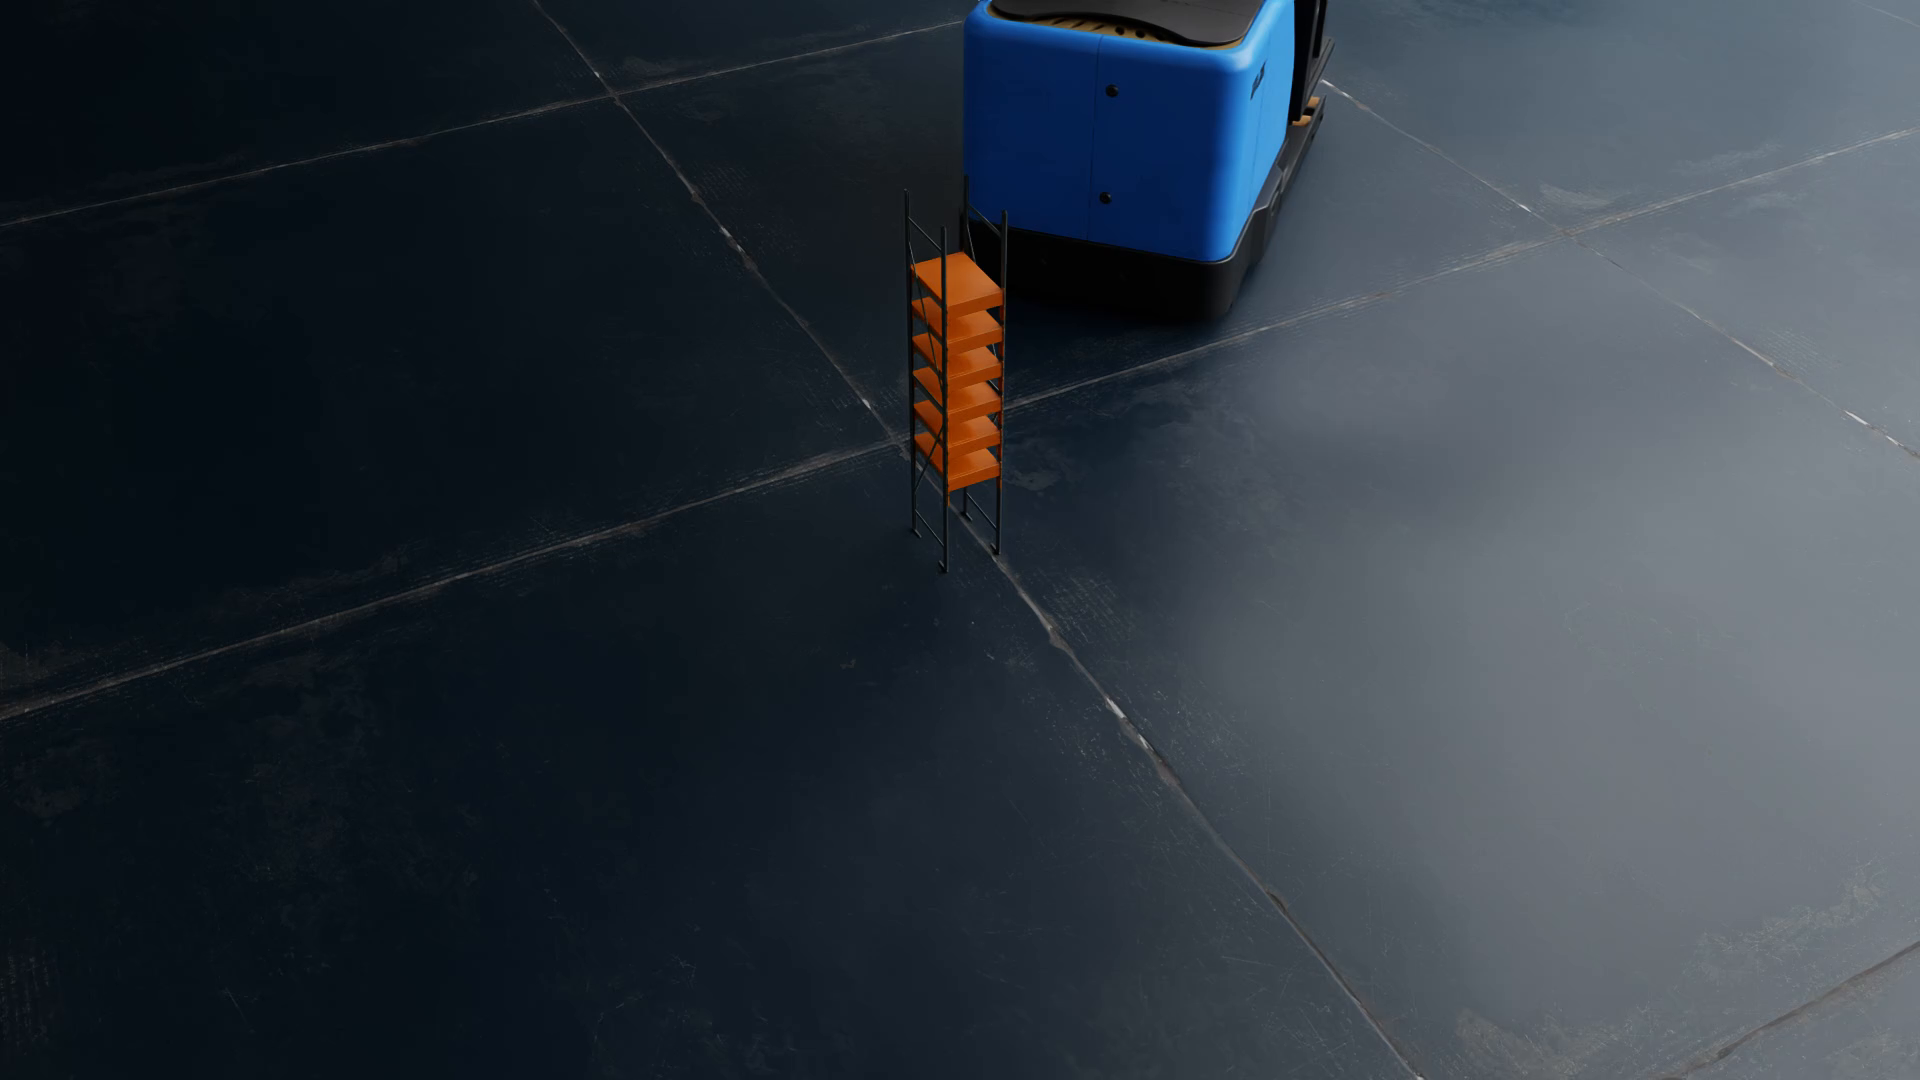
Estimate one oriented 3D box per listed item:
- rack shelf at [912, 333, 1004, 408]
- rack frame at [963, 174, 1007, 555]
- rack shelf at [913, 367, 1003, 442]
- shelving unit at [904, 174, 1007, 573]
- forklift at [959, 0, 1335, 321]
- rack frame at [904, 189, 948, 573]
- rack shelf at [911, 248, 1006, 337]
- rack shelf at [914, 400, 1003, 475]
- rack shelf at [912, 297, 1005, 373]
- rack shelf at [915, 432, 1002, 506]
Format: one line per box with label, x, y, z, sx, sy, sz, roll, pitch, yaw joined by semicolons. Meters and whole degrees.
rack shelf;-0.013;-0.511;4.808;0.180;0.103;0.258;-19;44;-21
rack frame;0.068;-0.481;4.890;0.006;1.200;0.240;-19;44;-21
rack shelf;-0.013;-0.420;4.886;0.180;0.103;0.258;-19;44;-21
shelving unit;-0.013;-0.454;4.857;0.189;1.200;0.258;-19;44;-21
forklift;0.978;-2.881;6.385;1.130;2.935;3.031;13;42;15
rack frame;-0.094;-0.426;4.825;0.006;1.200;0.240;-19;44;-21
rack shelf;-0.013;-0.695;4.653;0.180;0.103;0.258;-19;44;-21
rack shelf;-0.013;-0.328;4.963;0.180;0.103;0.258;-19;44;-21
rack shelf;-0.013;-0.603;4.731;0.180;0.103;0.258;-19;44;-21
rack shelf;-0.013;-0.237;5.041;0.180;0.103;0.258;-19;44;-21
